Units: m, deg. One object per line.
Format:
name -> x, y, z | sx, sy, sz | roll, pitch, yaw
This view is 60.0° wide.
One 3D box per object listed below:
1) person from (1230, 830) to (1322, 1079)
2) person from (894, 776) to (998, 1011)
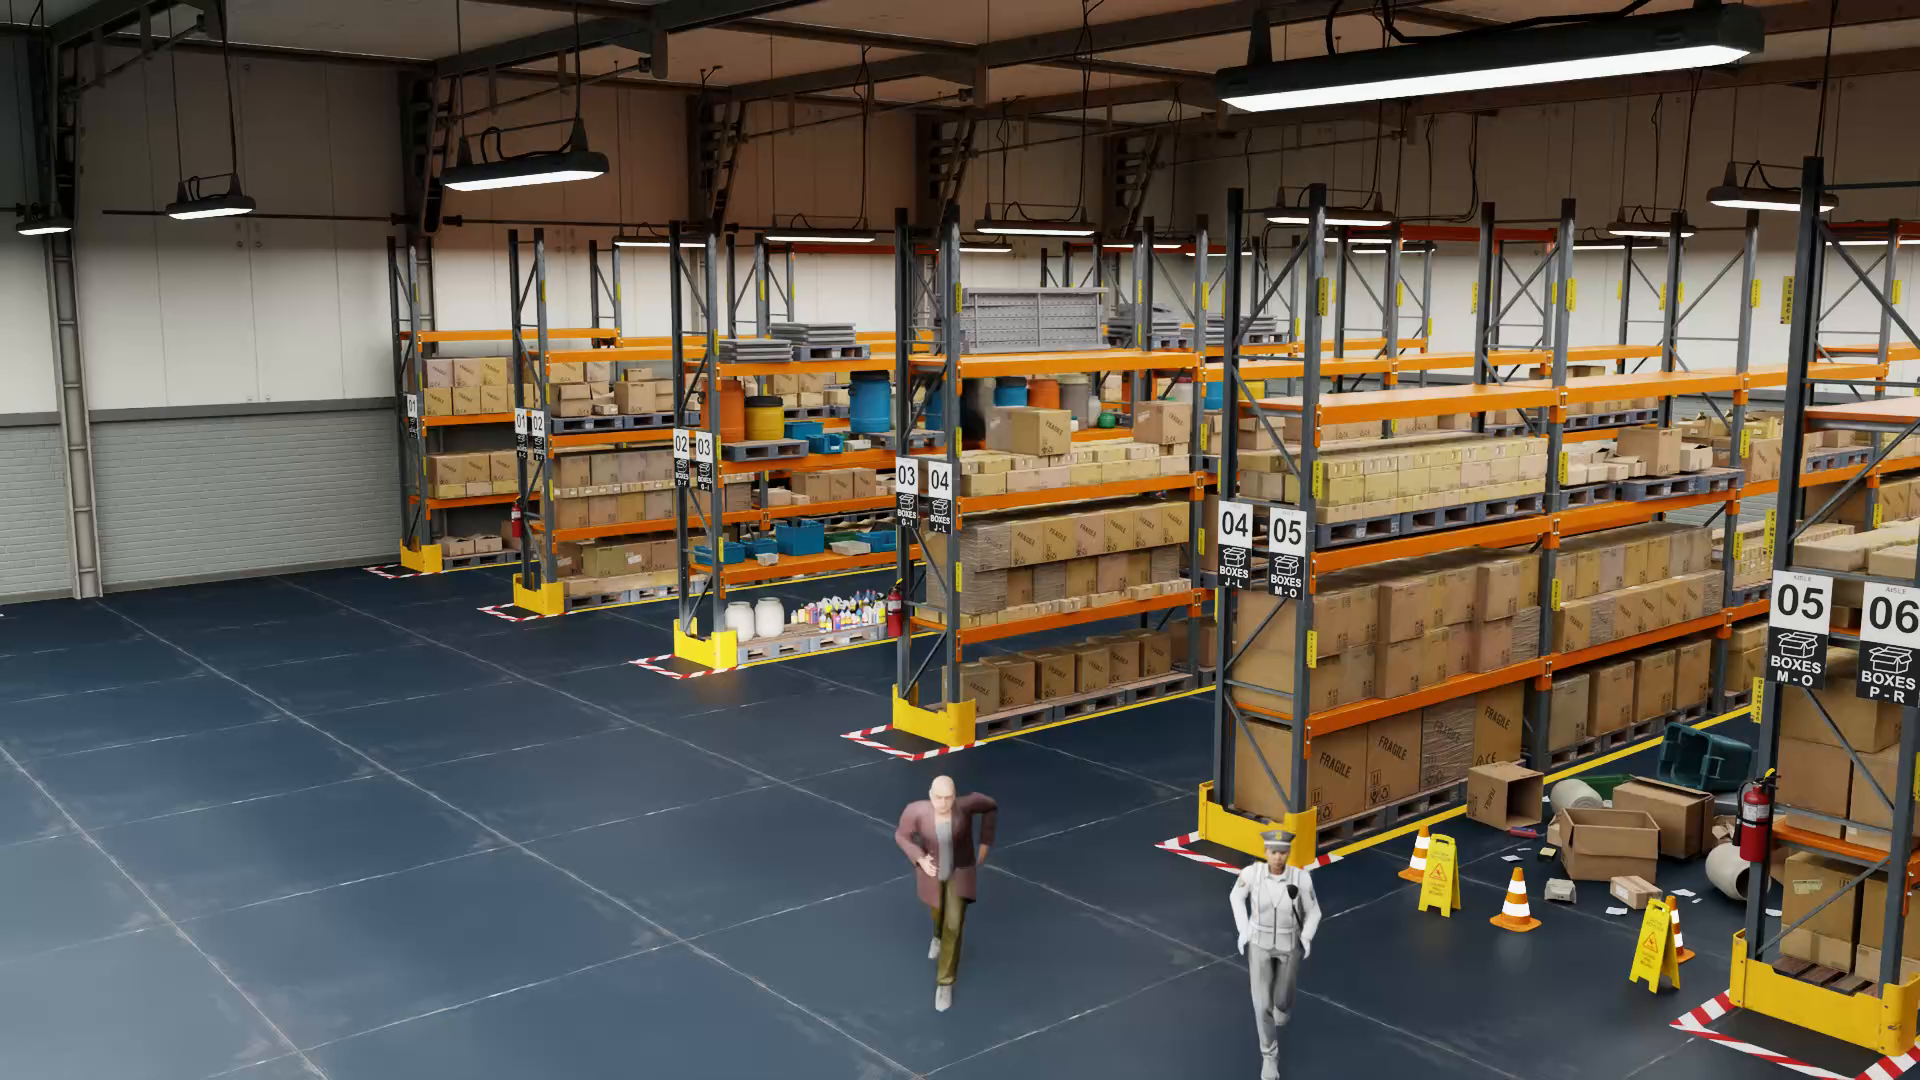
person -> 2.095, 2.676, 11.088 | 0.601, 1.660, 0.785 | 2, 9, 11
person -> -0.103, 2.480, 12.322 | 0.755, 1.743, 1.062 | 0, 9, -1
